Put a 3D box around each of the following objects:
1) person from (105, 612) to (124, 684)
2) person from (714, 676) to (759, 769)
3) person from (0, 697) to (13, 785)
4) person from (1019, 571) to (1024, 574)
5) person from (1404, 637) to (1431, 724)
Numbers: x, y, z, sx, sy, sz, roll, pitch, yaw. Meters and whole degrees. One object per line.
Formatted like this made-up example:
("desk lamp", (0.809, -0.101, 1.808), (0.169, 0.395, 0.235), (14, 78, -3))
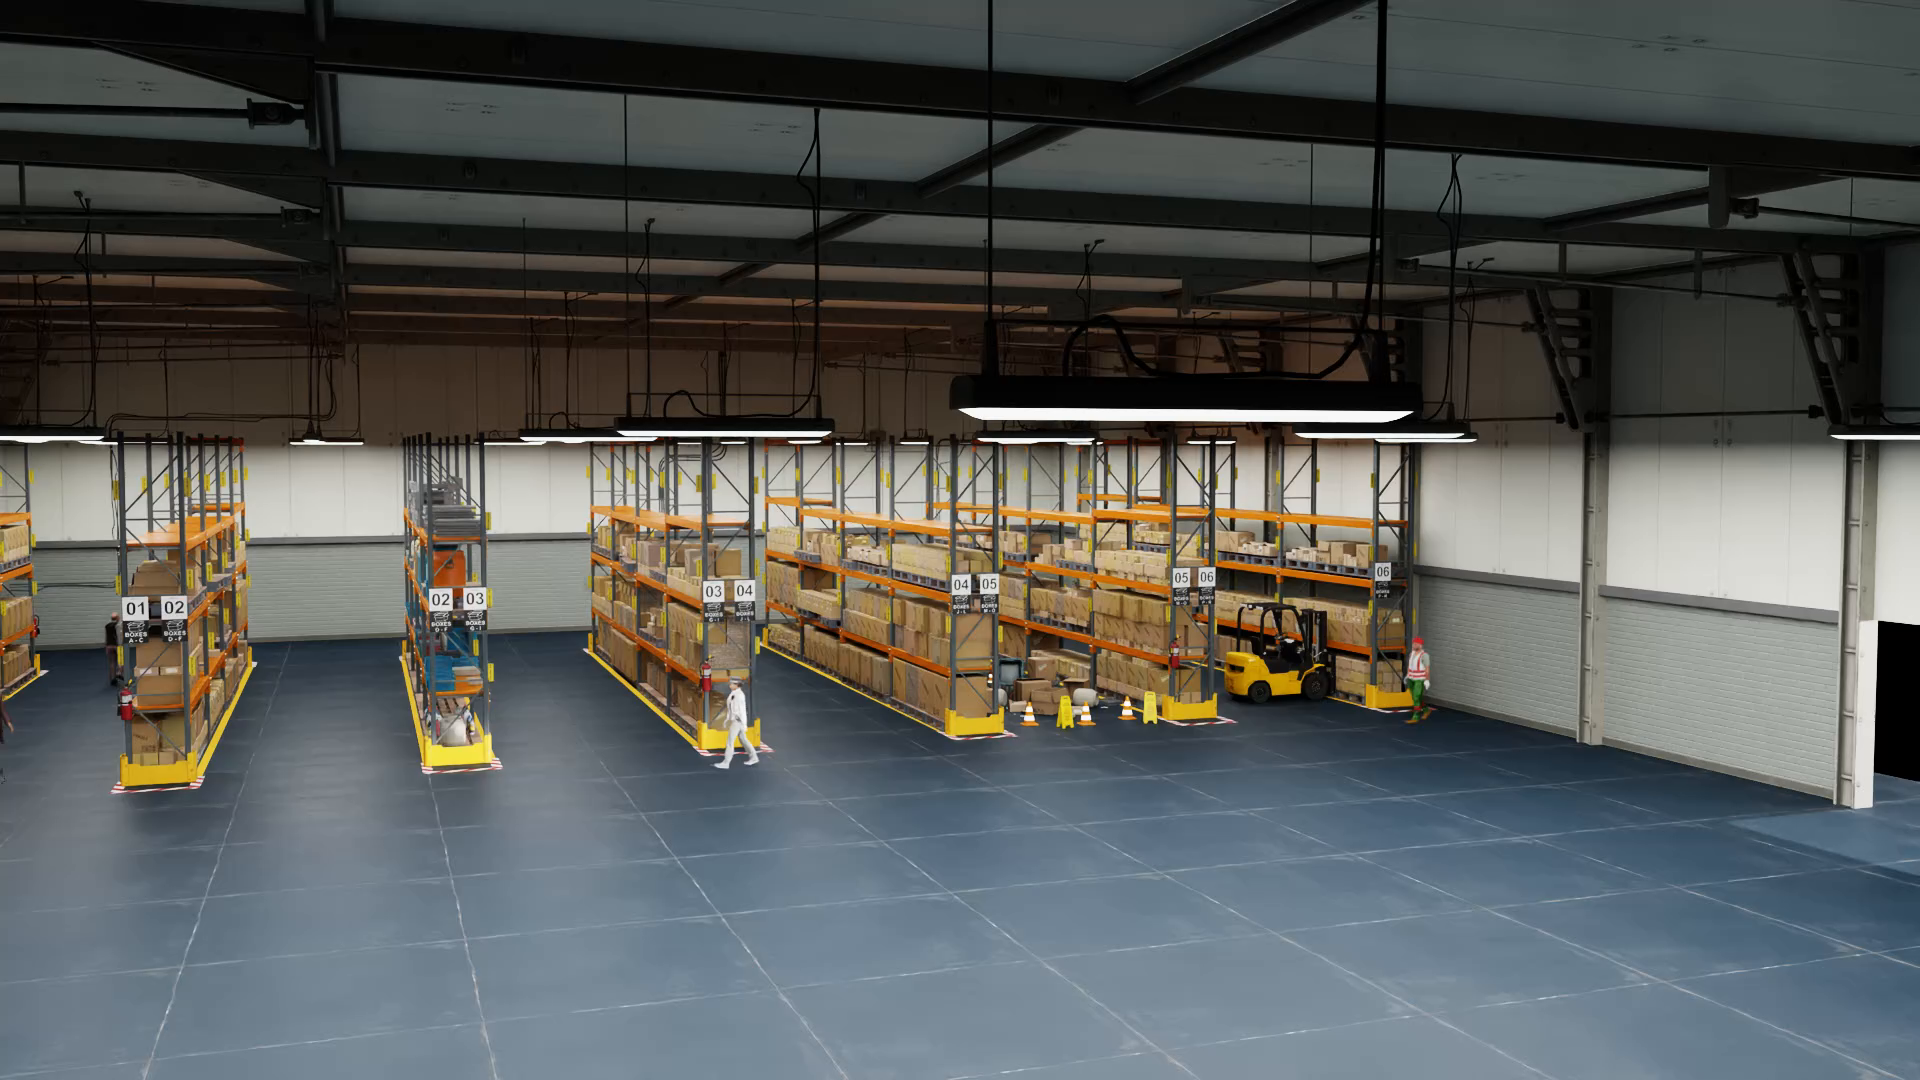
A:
("person", (-20.500, 2.618, 40.365), (0.557, 1.706, 0.495), (0, 3, -1))
("person", (-4.017, 3.252, 29.797), (0.840, 1.642, 0.486), (-1, 3, -15))
("person", (-16.592, 3.274, 28.581), (0.853, 1.793, 0.607), (1, 3, 22))
("person", (2.000, 1.885, 53.185), (0.811, 1.766, 0.547), (-1, 3, -23))
("person", (9.575, 2.910, 34.648), (0.810, 1.779, 0.517), (-1, 3, -21))
